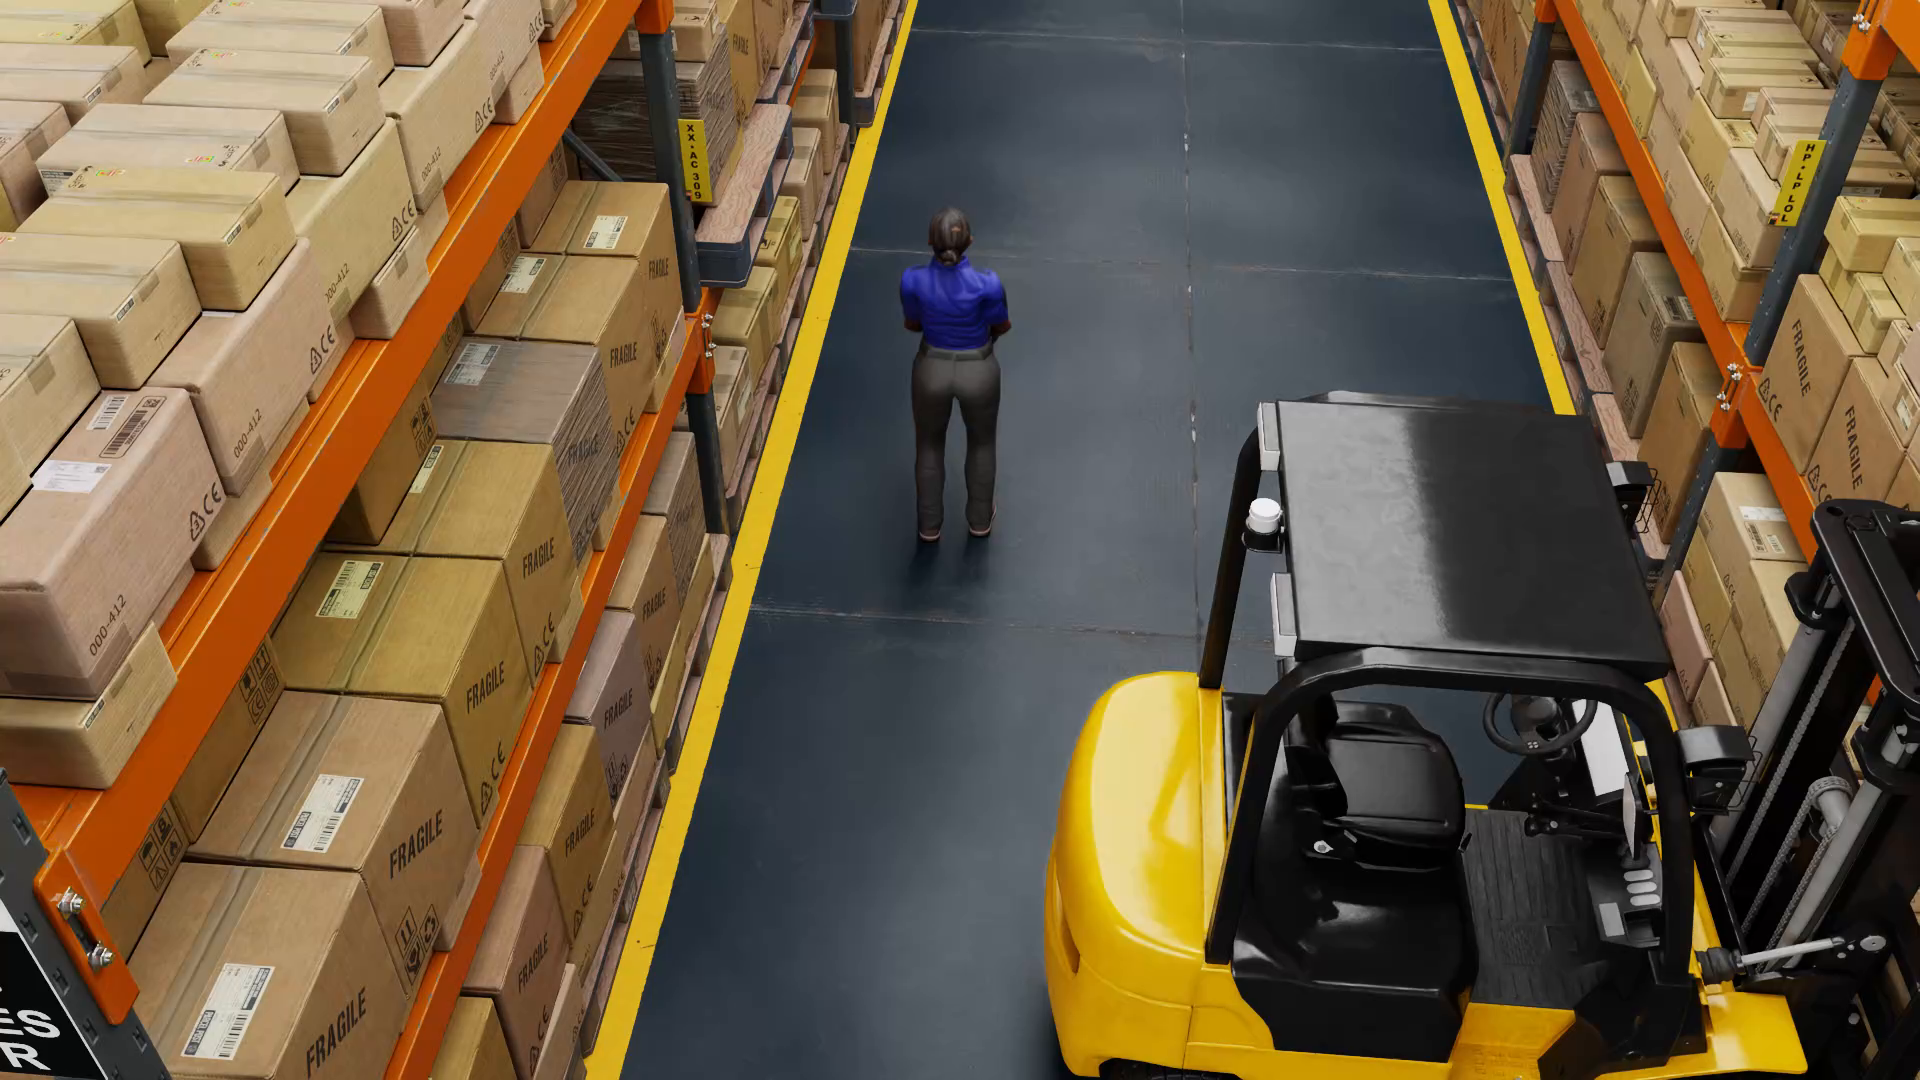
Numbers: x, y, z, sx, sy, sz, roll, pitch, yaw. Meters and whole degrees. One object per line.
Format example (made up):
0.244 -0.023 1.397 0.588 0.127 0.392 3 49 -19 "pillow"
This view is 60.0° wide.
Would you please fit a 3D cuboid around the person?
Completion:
-0.009 -0.729 7.028 0.451 1.650 0.512 4 40 4 "person"
